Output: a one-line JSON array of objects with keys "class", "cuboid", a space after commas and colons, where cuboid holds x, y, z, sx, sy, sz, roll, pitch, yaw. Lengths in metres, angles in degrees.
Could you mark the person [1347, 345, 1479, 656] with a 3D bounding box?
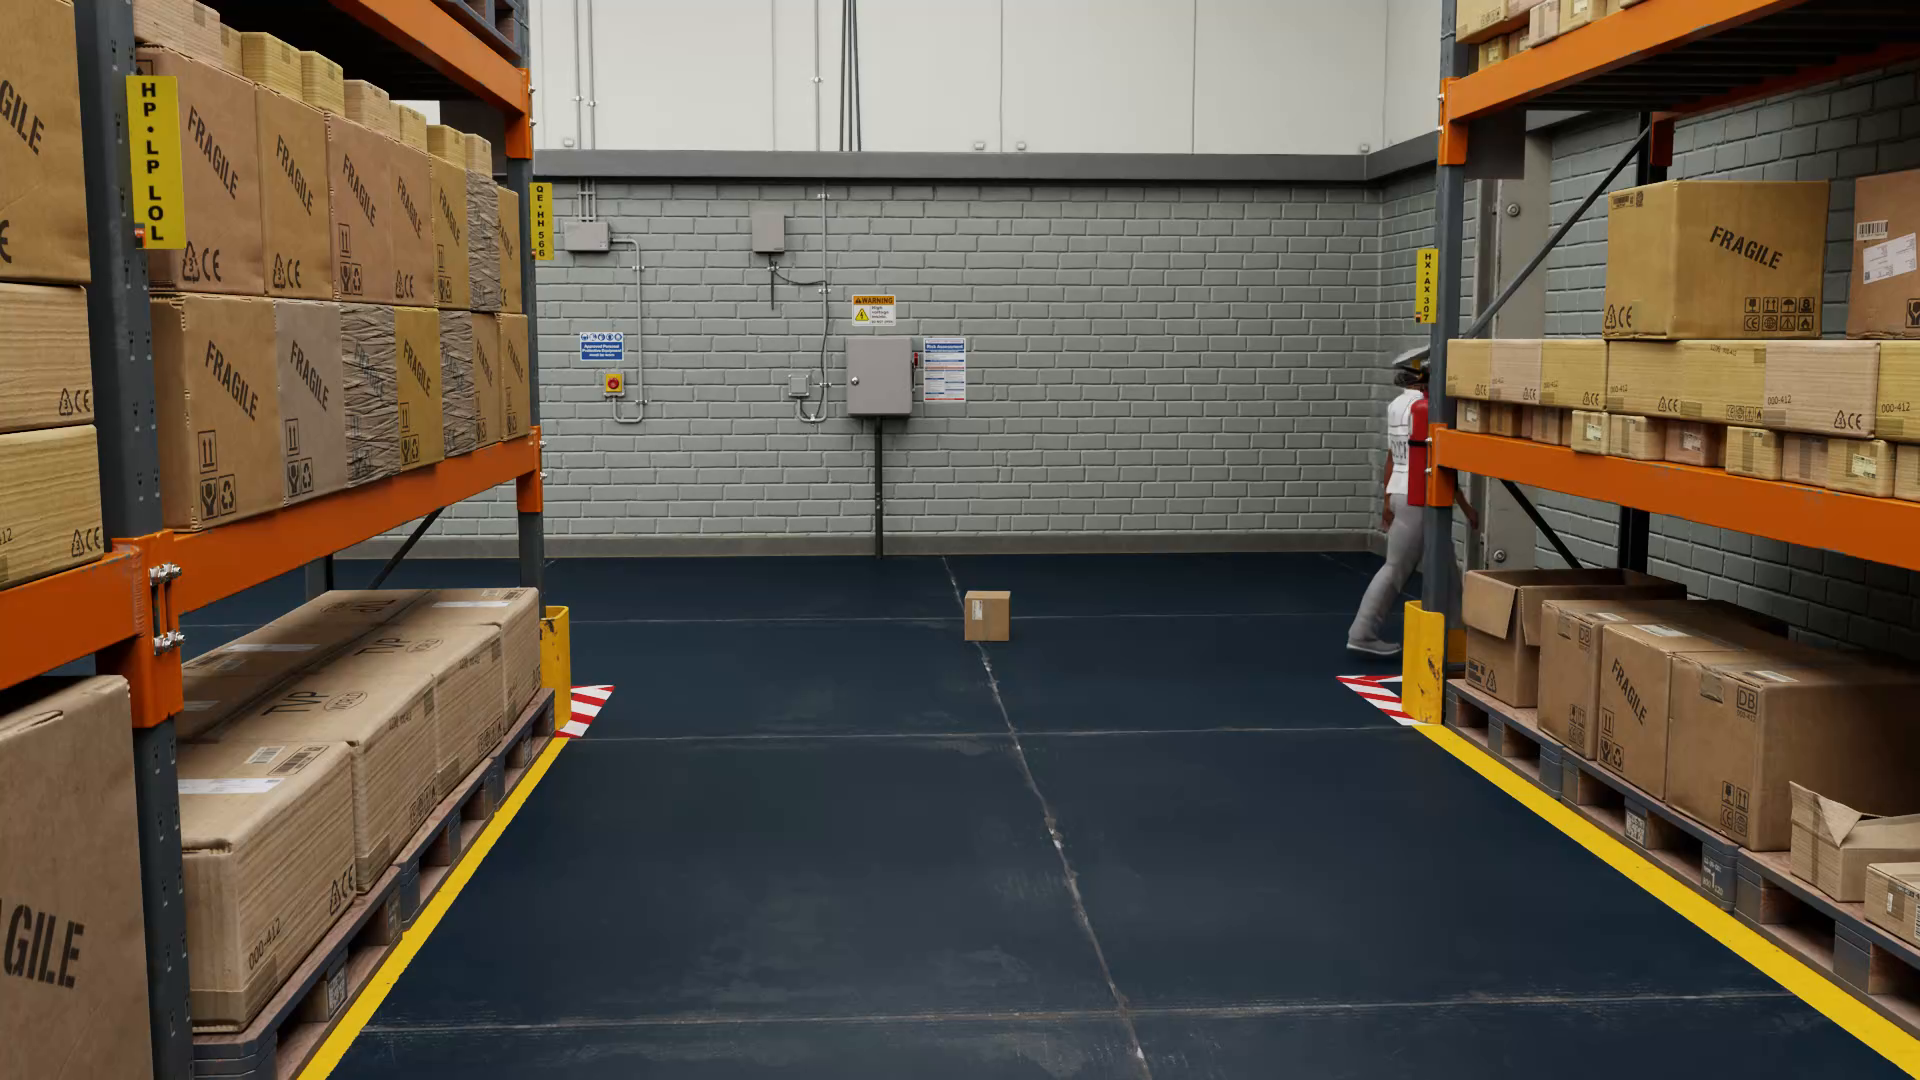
[{"class": "person", "cuboid": [2.504, -0.210, 8.754, 0.912, 1.651, 0.483, 0, 7, -1]}]
